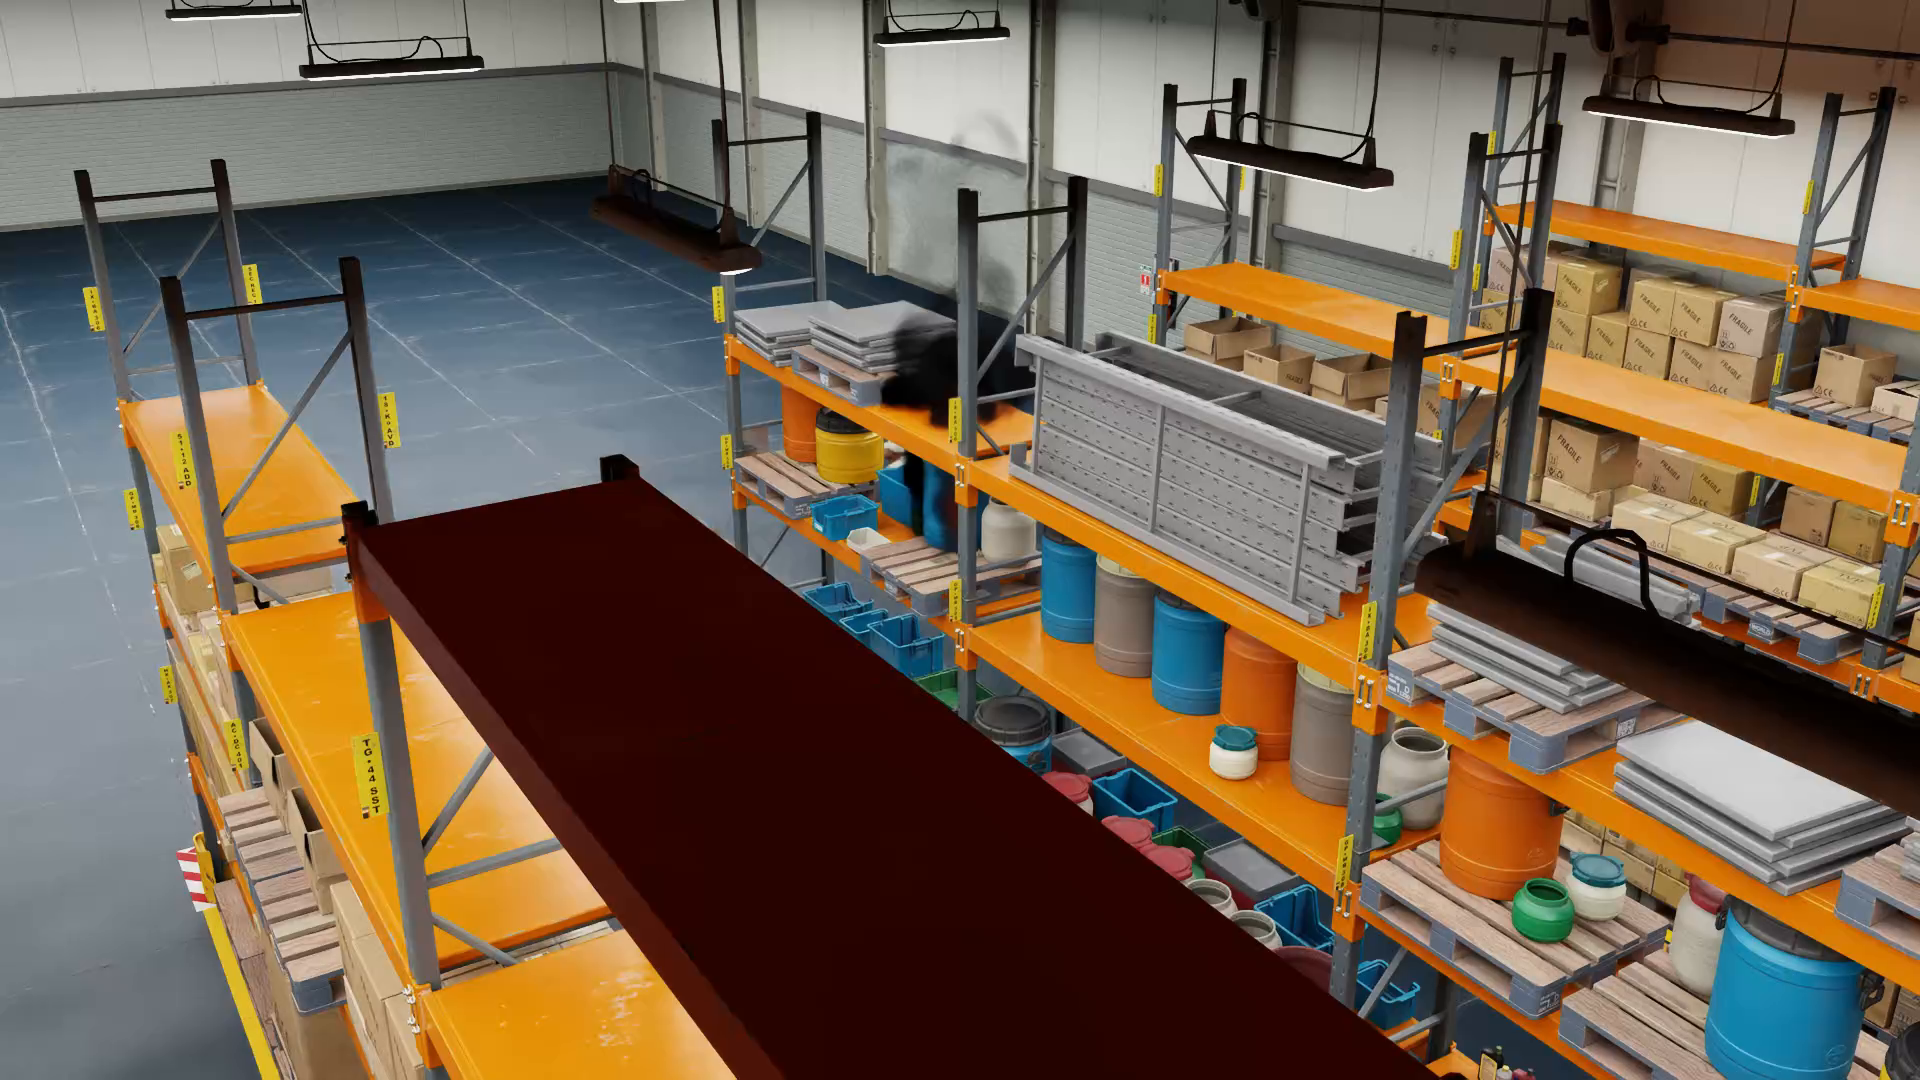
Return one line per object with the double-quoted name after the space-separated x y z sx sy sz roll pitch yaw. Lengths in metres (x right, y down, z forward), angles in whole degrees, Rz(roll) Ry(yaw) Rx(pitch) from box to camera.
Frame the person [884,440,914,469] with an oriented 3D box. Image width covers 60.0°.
-0.676 -0.340 19.886 0.781 1.827 0.686 -1 22 -1 "person"
